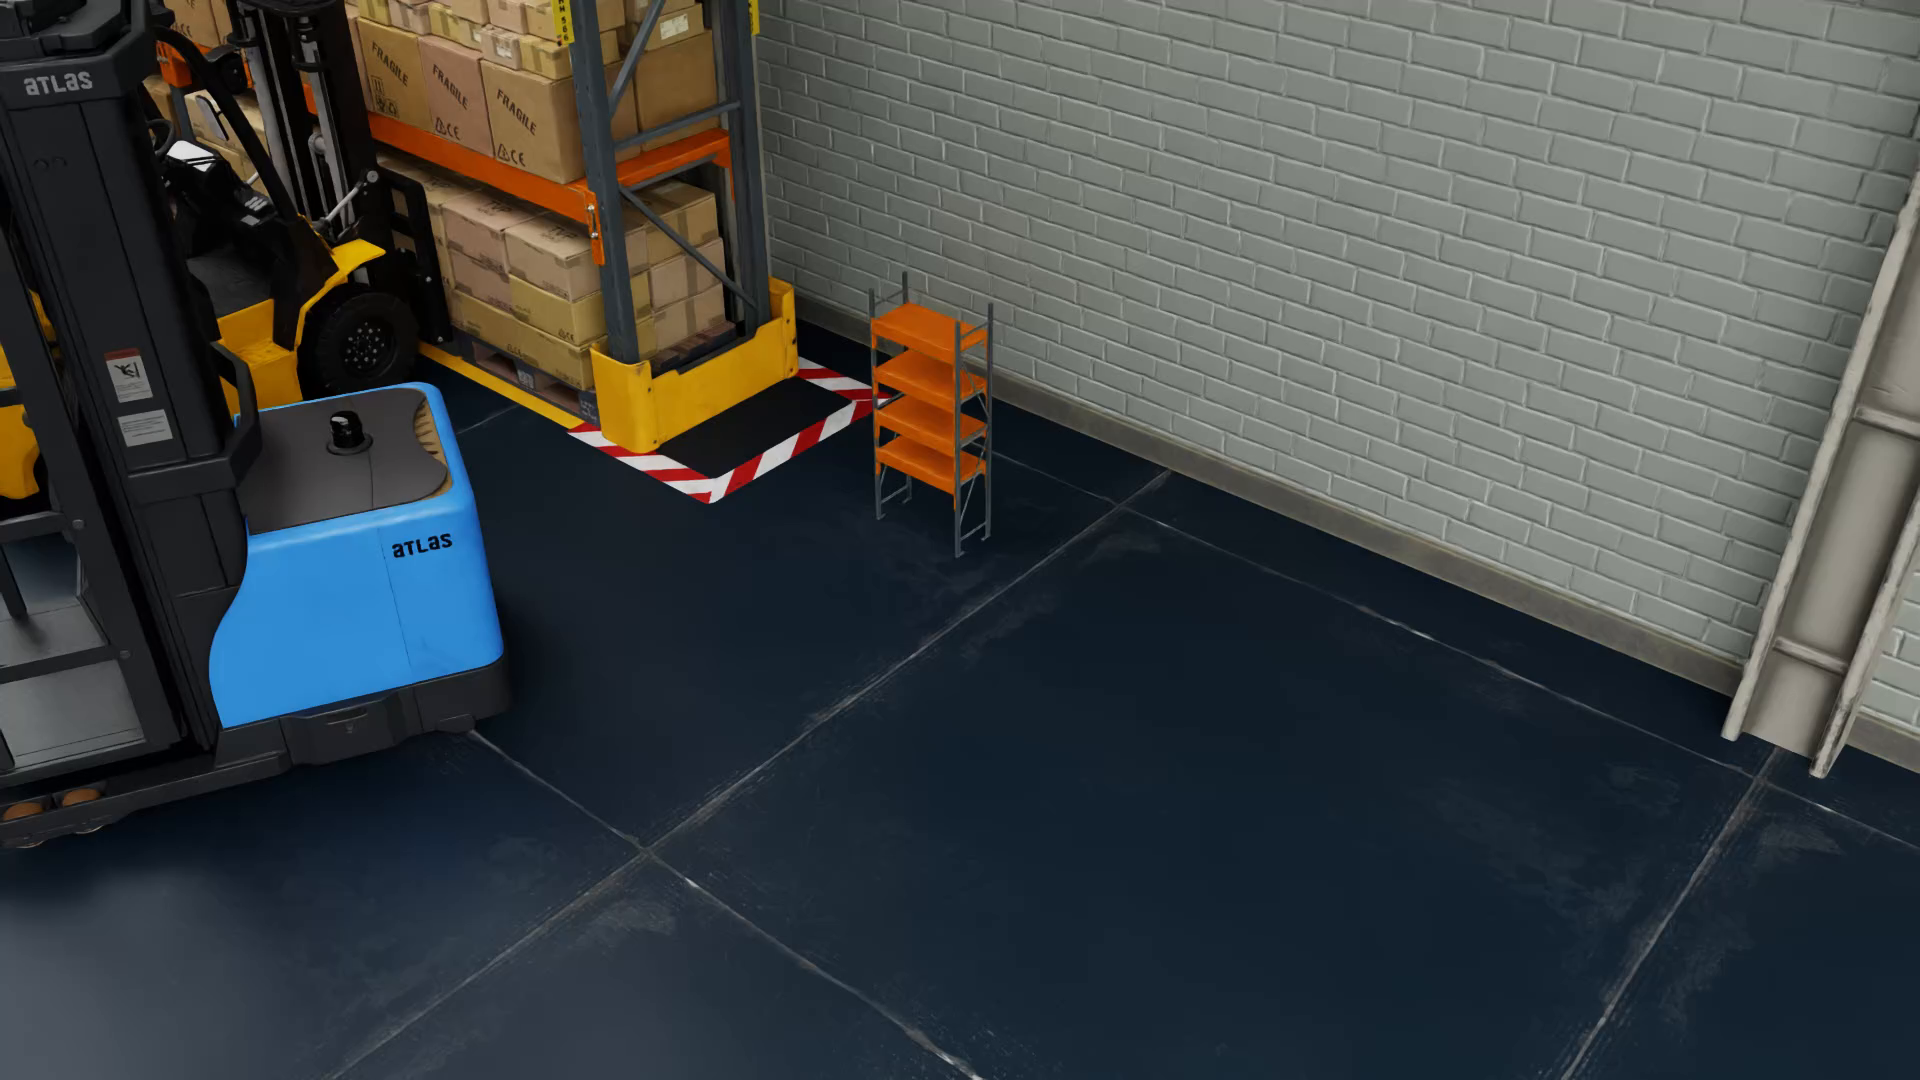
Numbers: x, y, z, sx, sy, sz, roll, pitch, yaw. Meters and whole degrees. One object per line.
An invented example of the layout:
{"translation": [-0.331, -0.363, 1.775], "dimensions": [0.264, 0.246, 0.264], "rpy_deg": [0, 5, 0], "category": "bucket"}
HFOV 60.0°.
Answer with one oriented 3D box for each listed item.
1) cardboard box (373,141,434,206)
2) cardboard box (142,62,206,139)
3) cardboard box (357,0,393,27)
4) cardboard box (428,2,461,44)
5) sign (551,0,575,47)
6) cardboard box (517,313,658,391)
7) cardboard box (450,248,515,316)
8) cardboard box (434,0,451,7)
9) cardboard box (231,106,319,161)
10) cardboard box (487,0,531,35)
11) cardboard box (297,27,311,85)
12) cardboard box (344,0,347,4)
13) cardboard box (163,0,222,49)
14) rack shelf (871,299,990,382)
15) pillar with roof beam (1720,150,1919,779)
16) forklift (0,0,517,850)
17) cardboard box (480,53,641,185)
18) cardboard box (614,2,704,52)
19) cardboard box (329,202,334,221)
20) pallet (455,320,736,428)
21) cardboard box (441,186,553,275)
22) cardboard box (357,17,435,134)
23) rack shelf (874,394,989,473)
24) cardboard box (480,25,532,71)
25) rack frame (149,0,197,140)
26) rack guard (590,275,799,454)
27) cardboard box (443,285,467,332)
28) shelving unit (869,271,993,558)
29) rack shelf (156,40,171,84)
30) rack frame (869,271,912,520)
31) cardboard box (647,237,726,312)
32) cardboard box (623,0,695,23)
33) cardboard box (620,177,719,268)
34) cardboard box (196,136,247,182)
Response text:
{"translation": [-3.108, -2.012, 9.205], "dimensions": [0.500, 0.250, 0.500], "rpy_deg": [24, 41, 31], "category": "cardboard box"}
{"translation": [-4.862, -2.809, 10.917], "dimensions": [0.625, 0.625, 0.875], "rpy_deg": [27, 43, 34], "category": "cardboard box"}
{"translation": [-2.827, -2.748, 8.440], "dimensions": [0.250, 0.149, 0.380], "rpy_deg": [26, 42, 32], "category": "cardboard box"}
{"translation": [-2.384, -2.589, 8.209], "dimensions": [0.250, 0.149, 0.380], "rpy_deg": [25, 42, 32], "category": "cardboard box"}
{"translation": [-1.738, -2.325, 7.254], "dimensions": [0.005, 0.325, 0.100], "rpy_deg": [25, 42, 32], "category": "sign"}
{"translation": [-1.943, -1.054, 8.693], "dimensions": [0.500, 0.250, 0.500], "rpy_deg": [26, 42, 32], "category": "cardboard box"}
{"translation": [-2.332, -1.454, 8.834], "dimensions": [0.500, 0.250, 0.500], "rpy_deg": [25, 42, 31], "category": "cardboard box"}
{"translation": [-2.361, -2.732, 8.155], "dimensions": [0.250, 0.149, 0.380], "rpy_deg": [26, 42, 32], "category": "cardboard box"}
{"translation": [-3.896, -2.381, 9.742], "dimensions": [0.500, 0.250, 0.500], "rpy_deg": [25, 42, 32], "category": "cardboard box"}
{"translation": [-1.999, -2.527, 7.855], "dimensions": [0.250, 0.149, 0.380], "rpy_deg": [25, 42, 32], "category": "cardboard box"}
{"translation": [-3.479, -2.833, 9.137], "dimensions": [0.500, 0.500, 0.500], "rpy_deg": [25, 42, 31], "category": "cardboard box"}
{"translation": [-3.202, -2.940, 8.720], "dimensions": [0.250, 0.149, 0.380], "rpy_deg": [24, 41, 31], "category": "cardboard box"}
{"translation": [-4.280, -3.197, 9.668], "dimensions": [0.500, 0.500, 0.500], "rpy_deg": [24, 41, 31], "category": "cardboard box"}
{"translation": [-0.127, -0.878, 7.275], "dimensions": [0.480, 0.148, 0.258], "rpy_deg": [25, 42, 32], "category": "rack shelf"}
{"translation": [0.519, -1.053, 1.334], "dimensions": [0.400, 9.000, 9.100], "rpy_deg": [25, 42, 32], "category": "pillar with roof beam"}
{"translation": [-3.352, -0.419, 5.771], "dimensions": [3.031, 2.935, 1.130], "rpy_deg": [-13, 37, -18], "category": "forklift"}
{"translation": [-1.926, -2.087, 8.051], "dimensions": [0.500, 0.500, 0.500], "rpy_deg": [24, 41, 31], "category": "cardboard box"}
{"translation": [-1.474, -2.526, 8.117], "dimensions": [0.250, 0.149, 0.380], "rpy_deg": [24, 41, 31], "category": "cardboard box"}
{"translation": [-3.512, -1.998, 9.626], "dimensions": [0.500, 0.250, 0.500], "rpy_deg": [25, 42, 31], "category": "cardboard box"}
{"translation": [-1.994, -1.091, 9.152], "dimensions": [1.213, 0.211, 1.003], "rpy_deg": [25, 42, 32], "category": "pallet"}
{"translation": [-2.329, -1.647, 8.673], "dimensions": [0.500, 0.250, 0.500], "rpy_deg": [26, 42, 33], "category": "cardboard box"}
{"translation": [-2.713, -2.464, 8.600], "dimensions": [0.500, 0.500, 0.500], "rpy_deg": [24, 41, 31], "category": "cardboard box"}
{"translation": [-0.127, -0.499, 7.536], "dimensions": [0.480, 0.148, 0.258], "rpy_deg": [25, 42, 32], "category": "rack shelf"}
{"translation": [-2.041, -2.373, 7.895], "dimensions": [0.250, 0.149, 0.380], "rpy_deg": [26, 42, 33], "category": "cardboard box"}
{"translation": [-4.454, -3.430, 10.095], "dimensions": [0.127, 3.000, 1.000], "rpy_deg": [25, 42, 32], "category": "rack frame"}
{"translation": [-1.361, -0.942, 8.681], "dimensions": [0.348, 0.500, 1.175], "rpy_deg": [25, 42, 32], "category": "rack guard"}
{"translation": [-2.698, -1.423, 9.231], "dimensions": [0.500, 0.250, 0.500], "rpy_deg": [26, 42, 32], "category": "cardboard box"}
{"translation": [-0.127, -0.555, 7.498], "dimensions": [0.503, 1.200, 0.258], "rpy_deg": [25, 42, 32], "category": "shelving unit"}
{"translation": [-5.991, -3.858, 11.354], "dimensions": [4.000, 0.370, 1.077], "rpy_deg": [25, 42, 32], "category": "rack shelf"}
{"translation": [-0.315, -0.643, 7.626], "dimensions": [0.015, 1.200, 0.240], "rpy_deg": [25, 42, 32], "category": "rack frame"}
{"translation": [-1.608, -1.488, 8.883], "dimensions": [0.500, 0.250, 0.500], "rpy_deg": [26, 42, 33], "category": "cardboard box"}
{"translation": [-1.501, -2.627, 8.002], "dimensions": [0.250, 0.149, 0.380], "rpy_deg": [24, 41, 31], "category": "cardboard box"}
{"translation": [-1.628, -1.690, 8.736], "dimensions": [0.500, 0.250, 0.500], "rpy_deg": [25, 41, 31], "category": "cardboard box"}
{"translation": [-4.280, -2.367, 10.163], "dimensions": [0.500, 0.250, 0.500], "rpy_deg": [25, 42, 32], "category": "cardboard box"}
